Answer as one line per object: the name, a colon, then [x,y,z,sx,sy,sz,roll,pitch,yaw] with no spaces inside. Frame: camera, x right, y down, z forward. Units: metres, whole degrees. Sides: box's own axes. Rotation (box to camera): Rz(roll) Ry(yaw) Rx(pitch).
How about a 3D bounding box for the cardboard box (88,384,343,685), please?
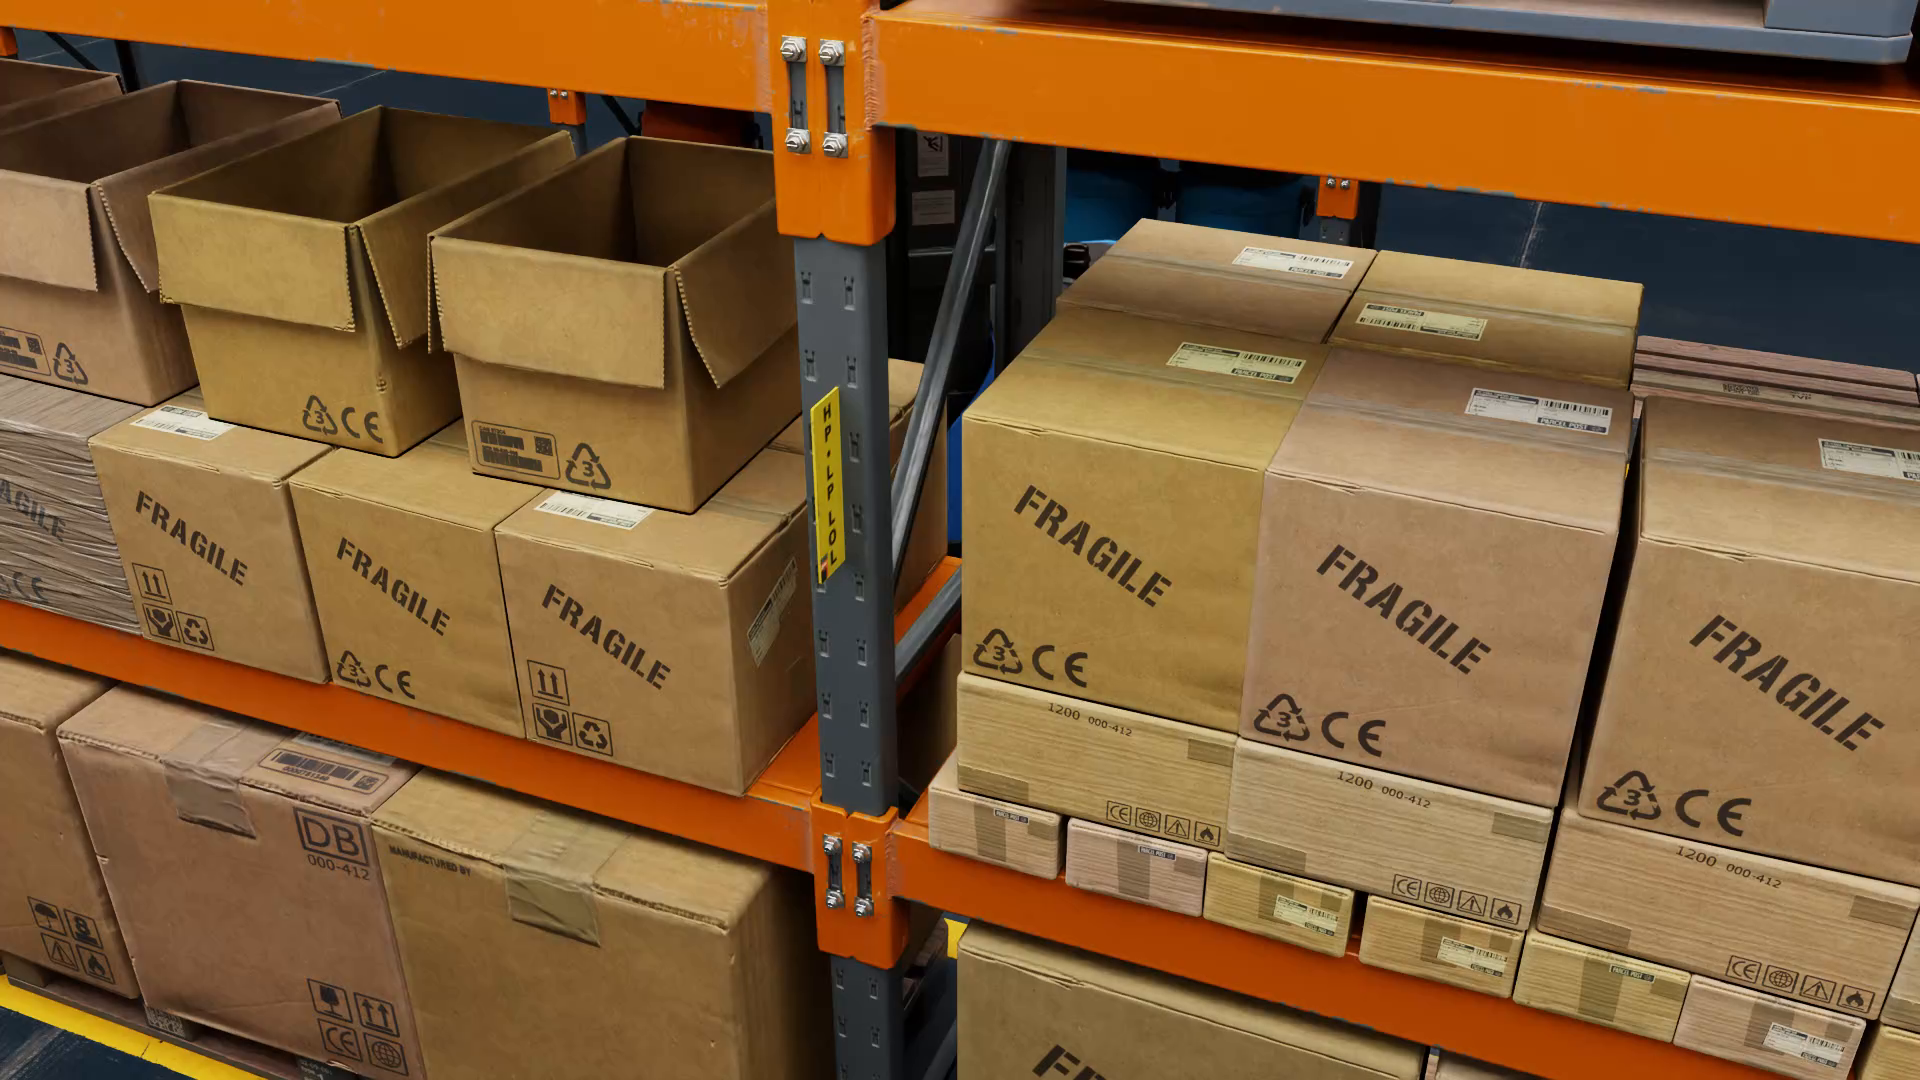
cardboard box: [-1.500,-0.062,3.710,0.500,0.500,0.500,11,31,19]

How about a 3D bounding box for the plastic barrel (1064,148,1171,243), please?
plastic barrel: [0.687,-1.636,8.301,0.708,0.901,0.600,11,31,19]

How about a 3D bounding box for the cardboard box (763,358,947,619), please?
cardboard box: [-0.354,-0.111,3.796,0.500,0.500,0.500,11,31,19]

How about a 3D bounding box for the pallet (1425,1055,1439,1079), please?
pallet: [0.654,1.522,3.843,1.213,0.211,1.003,11,31,19]

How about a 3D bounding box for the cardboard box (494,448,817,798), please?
cardboard box: [-0.558,0.126,3.377,0.500,0.500,0.500,11,31,19]

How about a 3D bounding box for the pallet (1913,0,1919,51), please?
pallet: [1.859,-0.753,2.076,1.213,0.211,1.003,11,31,19]

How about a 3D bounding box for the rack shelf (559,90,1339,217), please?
rack shelf: [-0.013,-2.184,8.296,4.000,0.370,1.077,11,31,19]

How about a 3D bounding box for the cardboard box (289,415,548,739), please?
cardboard box: [-1.014,0.031,3.544,0.500,0.500,0.500,12,32,21]

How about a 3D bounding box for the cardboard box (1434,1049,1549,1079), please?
cardboard box: [1.394,1.199,3.313,0.875,0.875,0.875,11,31,19]

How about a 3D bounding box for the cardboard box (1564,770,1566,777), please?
cardboard box: [1.338,0.338,3.359,0.250,0.149,0.380,12,32,20]

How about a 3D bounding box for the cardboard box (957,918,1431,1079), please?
cardboard box: [0.560,1.032,3.608,0.875,0.875,0.875,11,31,19]

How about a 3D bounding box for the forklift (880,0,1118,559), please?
forklift: [-0.666,-1.199,5.892,3.031,2.935,1.130,-5,30,-9]

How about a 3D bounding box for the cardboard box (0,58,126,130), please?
cardboard box: [-2.454,-0.824,4.039,0.637,0.503,0.797,12,32,20]

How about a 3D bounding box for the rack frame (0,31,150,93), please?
rack frame: [-5.573,-3.607,10.083,0.127,3.000,1.000,11,31,19]

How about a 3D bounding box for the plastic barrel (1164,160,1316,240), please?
plastic barrel: [1.343,-1.505,8.069,0.708,0.901,0.600,11,31,19]

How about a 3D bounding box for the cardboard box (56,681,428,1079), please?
cardboard box: [-1.451,0.600,4.373,0.875,0.875,1.225,10,31,17]

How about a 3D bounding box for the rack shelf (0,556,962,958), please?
rack shelf: [-1.875,0.075,4.300,4.000,0.370,1.077,11,31,19]

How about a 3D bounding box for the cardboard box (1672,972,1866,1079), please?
cardboard box: [1.329,0.687,2.742,0.250,0.149,0.380,12,32,20]

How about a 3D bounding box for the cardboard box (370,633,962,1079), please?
cardboard box: [-0.622,0.764,4.082,0.875,0.875,1.225,11,31,19]

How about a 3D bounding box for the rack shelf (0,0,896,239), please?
rack shelf: [-1.875,-1.231,3.562,4.000,0.370,1.077,11,31,19]

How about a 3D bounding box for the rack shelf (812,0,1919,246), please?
rack shelf: [1.832,-0.491,2.253,4.000,0.370,1.077,11,31,19]

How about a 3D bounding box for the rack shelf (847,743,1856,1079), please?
rack shelf: [1.832,0.815,2.991,4.000,0.370,1.077,11,31,19]

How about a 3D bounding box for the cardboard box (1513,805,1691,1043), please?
cardboard box: [1.097,0.639,2.826,0.250,0.149,0.380,11,31,18]

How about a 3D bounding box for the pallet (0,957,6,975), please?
pallet: [-3.026,0.786,5.145,1.213,0.211,1.003,11,31,19]

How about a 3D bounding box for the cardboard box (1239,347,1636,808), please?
cardboard box: [0.779,0.041,2.718,0.500,0.500,0.500,11,31,19]

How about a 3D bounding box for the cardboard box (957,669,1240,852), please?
cardboard box: [0.315,0.274,3.067,0.500,0.250,0.500,11,31,18]

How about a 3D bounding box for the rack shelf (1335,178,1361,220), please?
rack shelf: [3.694,-1.444,6.987,4.000,0.370,1.077,11,31,19]

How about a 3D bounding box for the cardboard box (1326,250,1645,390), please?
cardboard box: [0.968,-0.201,3.146,0.500,0.500,0.500,12,31,20]

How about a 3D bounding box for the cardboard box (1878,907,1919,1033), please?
cardboard box: [1.710,0.556,2.568,0.500,0.250,0.500,11,31,19]

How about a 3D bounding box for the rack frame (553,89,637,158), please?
rack frame: [-1.866,-2.867,8.774,0.127,3.000,1.000,11,31,19]

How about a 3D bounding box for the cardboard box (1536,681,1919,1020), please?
cardboard box: [1.256,0.461,2.736,0.500,0.250,0.500,12,32,20]

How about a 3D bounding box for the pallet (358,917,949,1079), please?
pallet: [-0.765,1.237,4.347,1.213,0.211,1.003,11,31,19]

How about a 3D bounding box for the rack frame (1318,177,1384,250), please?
rack frame: [1.841,-2.127,7.464,0.127,3.000,1.000,11,31,19]

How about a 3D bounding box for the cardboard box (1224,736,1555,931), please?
cardboard box: [0.774,0.368,2.901,0.500,0.250,0.500,11,31,19]

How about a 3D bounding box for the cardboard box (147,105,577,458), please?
cardboard box: [-1.248,-0.595,3.634,0.637,0.503,0.797,12,32,20]

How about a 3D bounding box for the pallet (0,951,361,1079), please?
pallet: [-1.899,1.012,4.745,1.213,0.211,1.003,11,31,19]

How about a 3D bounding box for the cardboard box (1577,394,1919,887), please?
cardboard box: [1.263,0.135,2.551,0.500,0.500,0.500,10,31,18]

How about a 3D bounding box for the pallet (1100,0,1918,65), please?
pallet: [0.733,-0.980,2.476,1.213,0.211,1.003,11,31,19]

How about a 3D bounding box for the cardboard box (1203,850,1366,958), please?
cardboard box: [0.615,0.544,2.994,0.250,0.149,0.380,12,32,21]

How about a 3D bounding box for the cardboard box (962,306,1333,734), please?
cardboard box: [0.326,-0.054,2.885,0.500,0.500,0.500,11,31,19]

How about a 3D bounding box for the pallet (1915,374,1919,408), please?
pallet: [4.797,-0.343,7.142,1.213,0.211,1.003,11,31,19]

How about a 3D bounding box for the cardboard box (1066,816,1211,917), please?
cardboard box: [0.371,0.496,3.080,0.250,0.149,0.380,10,31,17]

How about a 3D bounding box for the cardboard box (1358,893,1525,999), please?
cardboard box: [0.859,0.592,2.909,0.250,0.149,0.380,10,31,18]

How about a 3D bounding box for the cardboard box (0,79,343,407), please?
cardboard box: [-1.830,-0.703,3.825,0.637,0.503,0.797,12,32,21]

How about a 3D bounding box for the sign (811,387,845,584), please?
sign: [-0.217,-0.089,2.762,0.005,0.325,0.100,11,31,19]

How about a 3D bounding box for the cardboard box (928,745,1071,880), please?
cardboard box: [0.127,0.447,3.165,0.250,0.149,0.380,11,31,19]

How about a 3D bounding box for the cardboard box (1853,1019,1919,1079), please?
cardboard box: [1.572,0.735,2.657,0.250,0.149,0.380,10,31,18]

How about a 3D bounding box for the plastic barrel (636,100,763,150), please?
plastic barrel: [-1.406,-2.022,9.058,0.708,0.830,0.600,11,31,19]

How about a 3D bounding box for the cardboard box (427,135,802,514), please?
cardboard box: [-0.617,-0.463,3.400,0.637,0.503,0.797,10,31,18]

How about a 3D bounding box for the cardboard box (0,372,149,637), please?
cardboard box: [-1.963,-0.157,3.878,0.500,0.500,0.500,11,31,19]

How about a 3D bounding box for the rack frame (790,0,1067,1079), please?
rack frame: [-0.022,0.132,3.469,0.127,3.000,1.000,11,31,19]

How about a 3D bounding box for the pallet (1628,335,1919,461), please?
pallet: [3.671,-0.570,7.543,1.213,0.211,1.003,11,31,19]

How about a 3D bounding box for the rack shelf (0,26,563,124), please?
rack shelf: [-3.719,-2.924,9.605,4.000,0.370,1.077,11,31,19]

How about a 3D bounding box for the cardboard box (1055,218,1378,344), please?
cardboard box: [0.505,-0.296,3.313,0.500,0.500,0.500,12,32,21]

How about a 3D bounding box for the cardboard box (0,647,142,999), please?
cardboard box: [-2.273,0.439,4.657,0.875,0.875,1.225,11,31,19]
